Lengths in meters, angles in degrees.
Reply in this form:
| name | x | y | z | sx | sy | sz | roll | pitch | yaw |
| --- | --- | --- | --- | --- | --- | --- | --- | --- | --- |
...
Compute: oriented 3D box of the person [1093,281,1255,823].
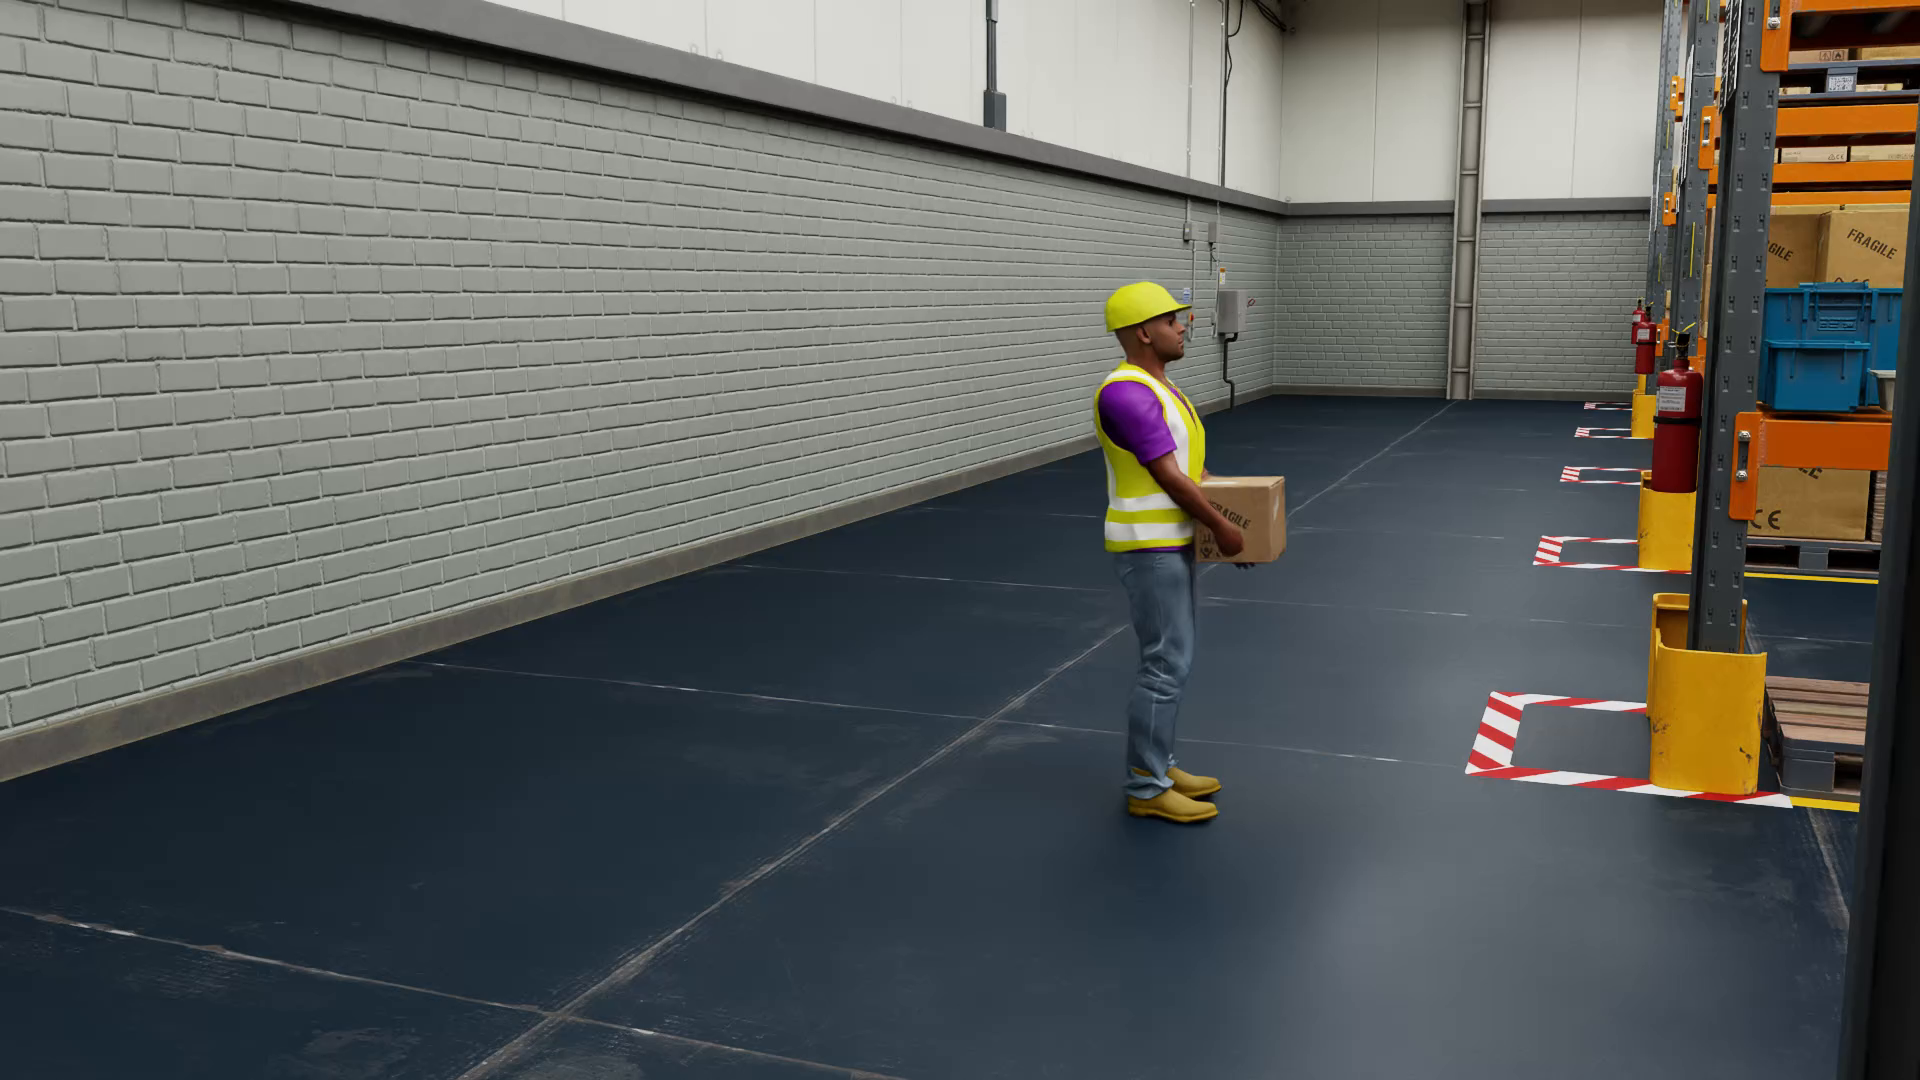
| name | x | y | z | sx | sy | sz | roll | pitch | yaw |
| --- | --- | --- | --- | --- | --- | --- | --- | --- | --- |
| person | 0.747 | 0.028 | 5.577 | 0.571 | 1.770 | 0.516 | 2 | 9 | 15 |
